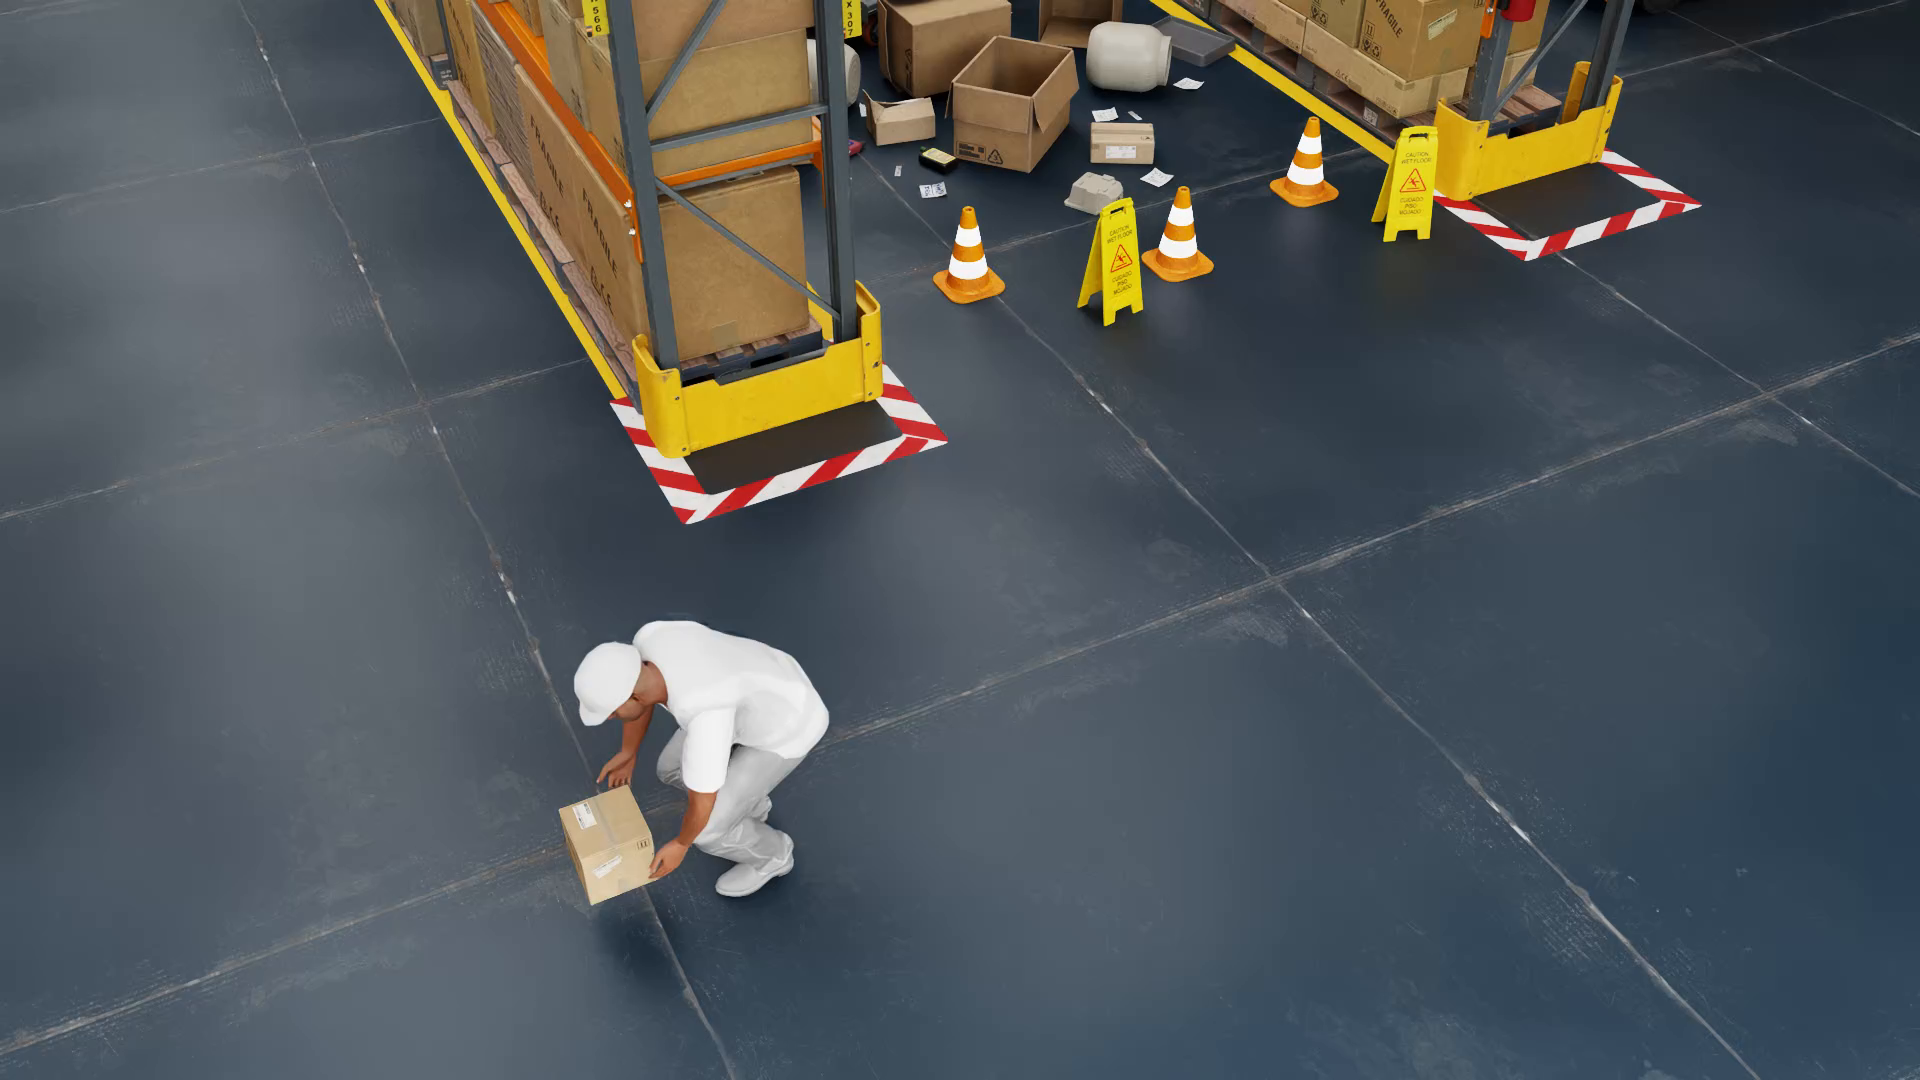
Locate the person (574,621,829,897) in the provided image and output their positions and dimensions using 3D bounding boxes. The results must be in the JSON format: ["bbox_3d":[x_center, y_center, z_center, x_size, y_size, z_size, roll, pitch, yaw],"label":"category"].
[{"bbox_3d":[-0.847,0.726,5.693,0.823,1.260,0.626,-19,44,-20],"label":"person"}]
